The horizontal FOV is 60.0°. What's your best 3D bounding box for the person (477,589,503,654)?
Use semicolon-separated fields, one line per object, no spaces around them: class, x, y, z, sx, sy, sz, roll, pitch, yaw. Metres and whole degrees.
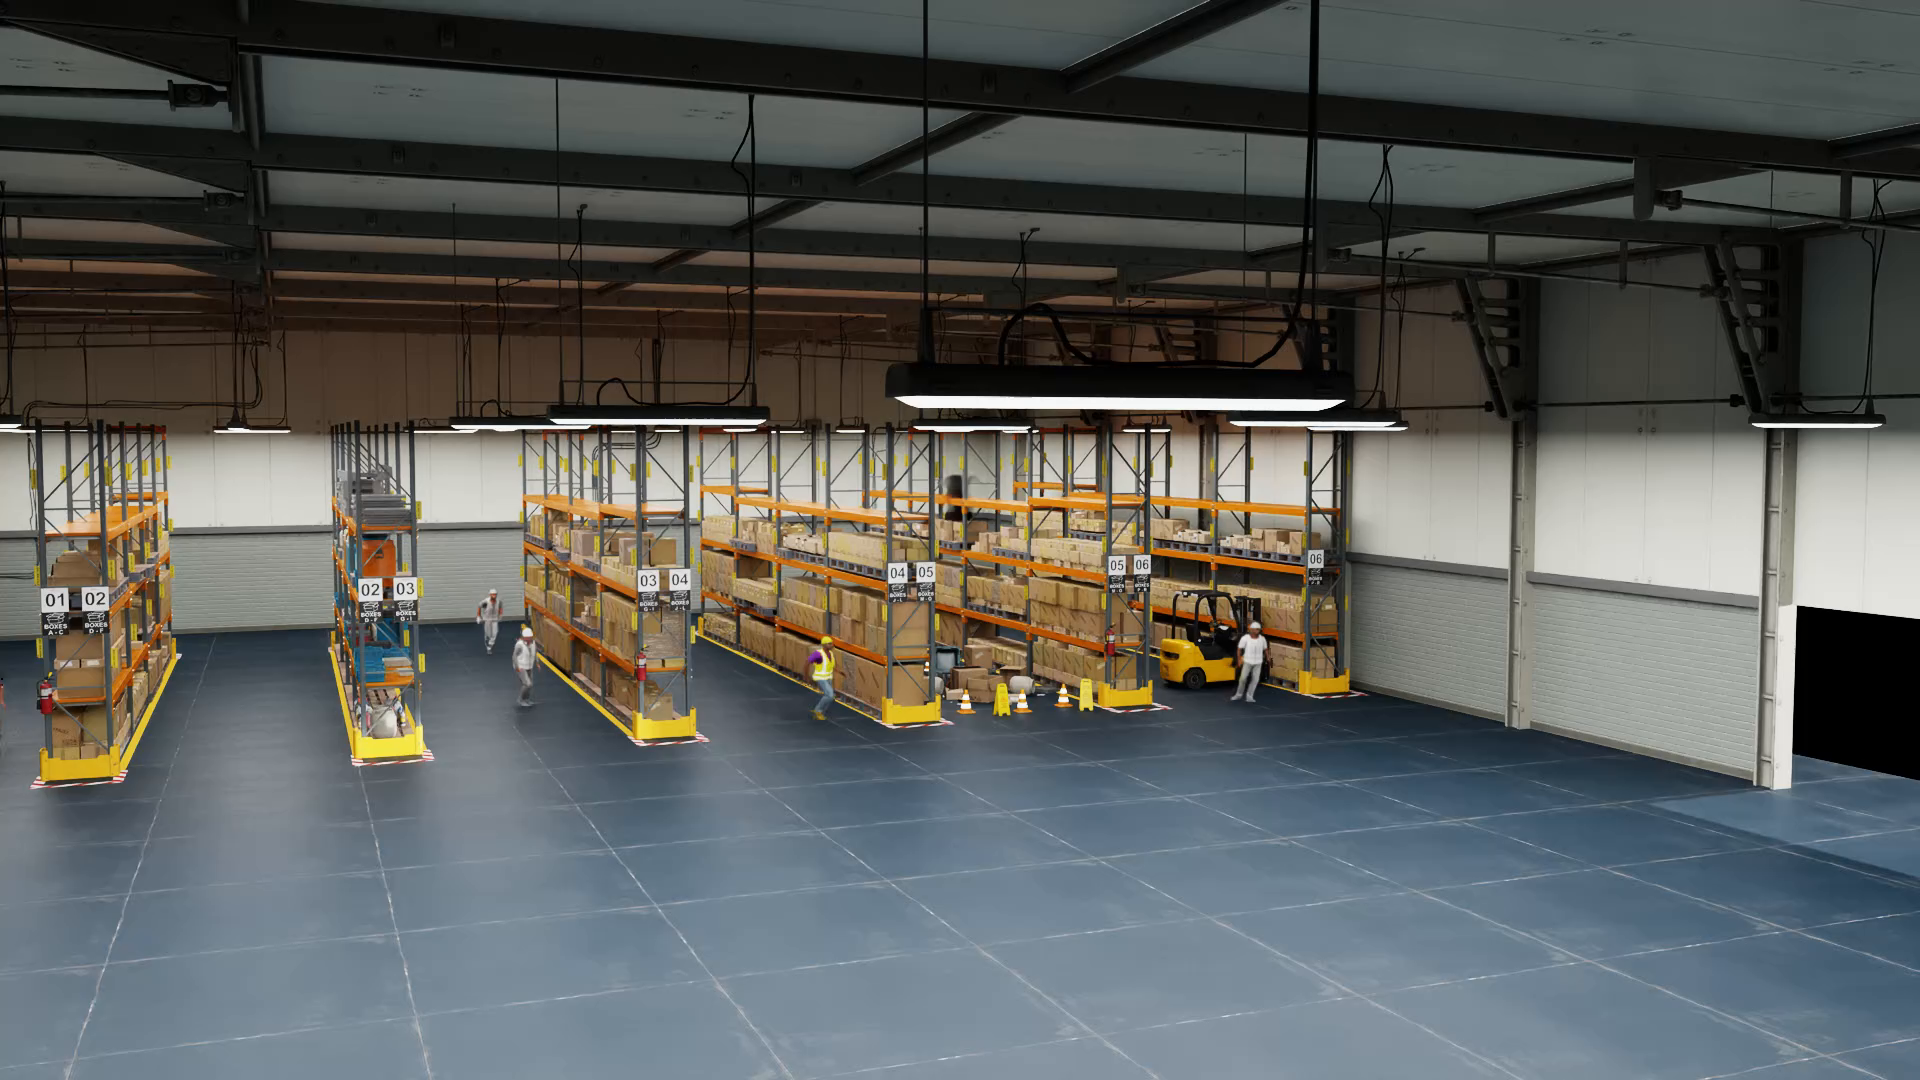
person;-12.386;2.132;43.848;0.669;1.715;0.705;-3;4;-37

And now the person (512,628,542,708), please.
person;-9.166;2.685;35.071;0.621;1.712;0.635;2;4;27

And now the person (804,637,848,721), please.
person;-2.694;2.784;33.267;0.736;1.702;0.708;2;4;31

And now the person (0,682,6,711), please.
person;-17.060;3.063;29.083;0.667;1.726;0.966;-2;4;-30

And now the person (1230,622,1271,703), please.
person;6.223;2.628;35.608;0.806;1.739;0.589;-1;4;-10
